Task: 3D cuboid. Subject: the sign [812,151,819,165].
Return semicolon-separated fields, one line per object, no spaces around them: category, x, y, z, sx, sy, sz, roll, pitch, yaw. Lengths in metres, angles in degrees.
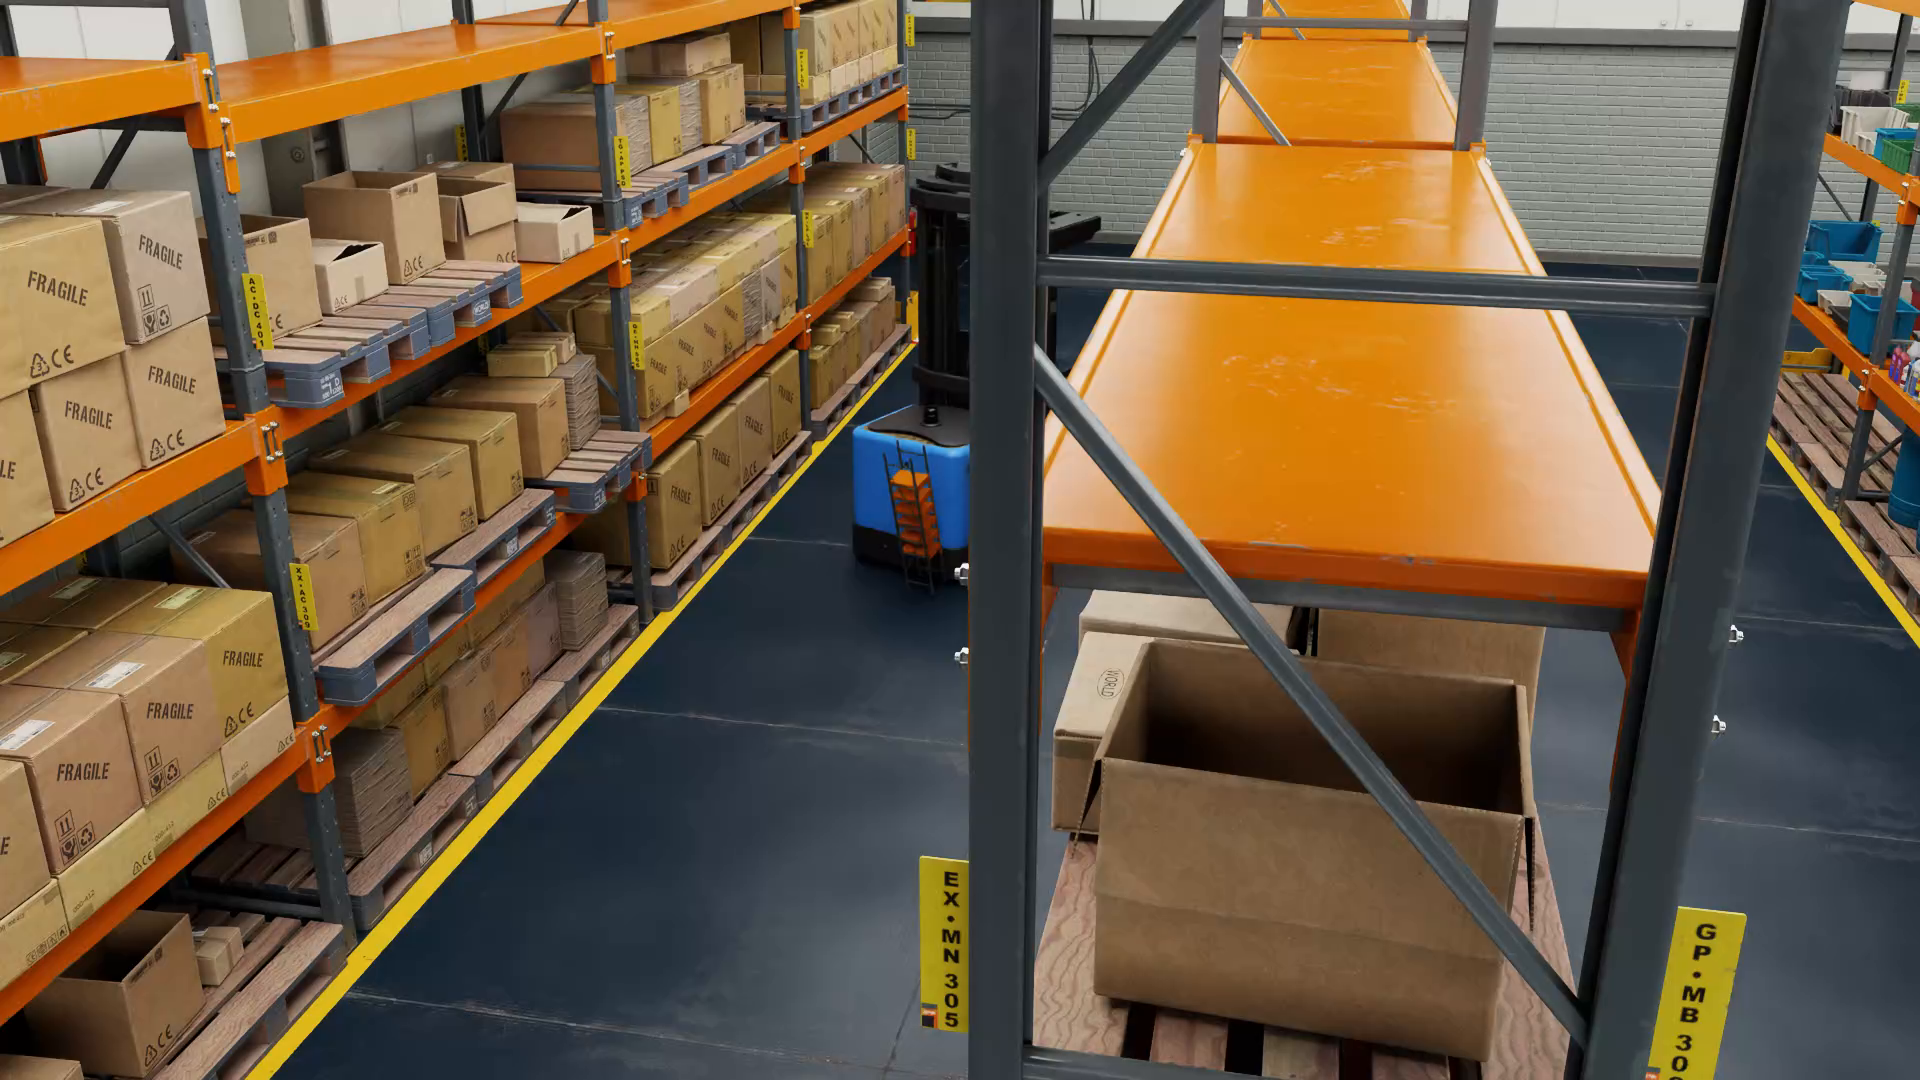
sign;-1.613;-4.248;18.652;0.100;0.325;0.005;4;22;11

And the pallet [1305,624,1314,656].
pallet;0.931;0.408;4.459;1.003;0.211;1.213;4;22;11

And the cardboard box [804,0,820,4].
cardboard box;-1.674;-5.050;16.394;0.500;0.500;0.500;4;22;11

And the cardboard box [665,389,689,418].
cardboard box;-2.213;-1.017;12.204;0.380;0.149;0.250;5;23;13

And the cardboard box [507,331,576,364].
cardboard box;-2.745;-1.262;10.912;0.380;0.149;0.250;2;22;4

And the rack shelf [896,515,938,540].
rack shelf;-0.317;-0.114;12.163;0.258;0.103;0.180;12;39;27

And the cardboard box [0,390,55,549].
cardboard box;-3.573;-0.231;5.765;0.500;0.500;0.500;4;22;9

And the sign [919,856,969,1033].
sign;-0.014;0.651;2.659;0.100;0.325;0.005;4;22;11

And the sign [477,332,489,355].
sign;-3.248;-1.418;11.339;0.100;0.325;0.005;4;22;11

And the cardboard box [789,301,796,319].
cardboard box;-1.679;-2.050;14.768;0.380;0.149;0.250;5;22;11

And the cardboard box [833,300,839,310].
cardboard box;-1.492;-2.529;17.563;0.380;0.149;0.250;5;22;12

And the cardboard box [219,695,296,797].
cardboard box;-3.320;0.880;7.358;0.500;0.250;0.500;5;22;11

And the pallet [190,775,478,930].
pallet;-3.362;1.632;9.049;1.003;0.211;1.213;4;22;11

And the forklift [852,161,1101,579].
forklift;0.416;-1.560;13.334;1.130;2.935;3.031;14;26;32

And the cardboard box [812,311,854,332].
cardboard box;-1.280;-2.206;16.763;0.380;0.149;0.250;4;22;9

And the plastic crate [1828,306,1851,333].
plastic crate;7.777;-1.877;14.318;0.437;0.125;0.590;4;22;11

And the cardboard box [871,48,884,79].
cardboard box;-1.066;-4.850;16.900;0.500;0.250;0.500;4;22;9

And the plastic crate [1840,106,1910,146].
plastic crate;7.873;-3.559;14.350;0.437;0.282;0.530;4;22;11

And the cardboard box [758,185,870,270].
cardboard box;-1.468;-3.172;16.843;0.980;0.700;0.700;3;22;8

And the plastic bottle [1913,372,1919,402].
plastic bottle;7.219;-1.173;12.454;0.097;0.271;0.097;0;22;0

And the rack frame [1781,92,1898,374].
rack frame;8.627;-3.010;16.843;1.000;3.000;0.127;4;22;11

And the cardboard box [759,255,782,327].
cardboard box;-1.829;-2.121;14.075;0.500;0.500;0.500;5;22;11

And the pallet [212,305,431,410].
pallet;-3.290;-0.899;7.836;1.213;0.211;1.003;4;22;11

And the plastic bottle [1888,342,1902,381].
plastic bottle;7.319;-1.391;12.980;0.061;0.283;0.133;4;22;11

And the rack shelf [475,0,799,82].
rack shelf;-2.296;-3.834;12.358;1.077;0.370;4.000;4;22;11

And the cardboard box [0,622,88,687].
cardboard box;-3.929;0.681;6.849;0.500;0.500;0.500;4;22;11

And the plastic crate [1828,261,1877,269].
plastic crate;8.638;-2.603;16.106;0.396;0.136;0.243;4;22;11

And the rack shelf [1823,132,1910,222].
rack shelf;8.219;-3.336;14.600;1.077;0.370;4.000;4;22;11

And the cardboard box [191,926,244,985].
cardboard box;-3.600;1.932;7.776;0.380;0.166;0.250;2;22;4

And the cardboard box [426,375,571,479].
cardboard box;-2.877;-0.711;10.411;0.700;0.500;0.500;2;22;6

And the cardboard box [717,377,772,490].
cardboard box;-2.071;-0.927;13.986;0.750;0.750;0.750;5;23;13

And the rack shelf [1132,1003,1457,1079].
rack shelf;0.922;0.673;4.644;1.077;0.370;4.000;4;22;11

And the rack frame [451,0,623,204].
rack frame;-2.704;-3.622;10.332;1.000;3.000;0.127;4;22;11

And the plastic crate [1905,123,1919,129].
plastic crate;8.449;-3.504;14.408;0.437;0.136;0.530;4;22;11

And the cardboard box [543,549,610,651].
cardboard box;-2.799;0.383;11.174;0.700;0.500;0.500;5;22;12

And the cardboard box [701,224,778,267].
cardboard box;-1.846;-2.467;13.932;0.500;0.250;0.500;5;22;12

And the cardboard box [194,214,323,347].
cardboard box;-3.330;-1.203;7.645;0.500;0.500;0.500;8;23;19

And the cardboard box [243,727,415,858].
cardboard box;-3.386;1.308;8.877;0.700;0.500;0.500;5;23;13

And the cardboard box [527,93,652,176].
cardboard box;-2.604;-2.861;11.734;0.700;0.500;0.500;3;22;8

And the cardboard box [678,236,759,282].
cardboard box;-1.950;-2.281;13.469;0.500;0.250;0.500;5;22;12

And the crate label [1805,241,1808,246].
crate label;8.255;-2.895;16.701;0.416;0.233;0.303;4;22;11

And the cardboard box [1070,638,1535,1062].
cardboard box;0.636;0.554;3.091;0.797;0.503;0.637;6;23;15

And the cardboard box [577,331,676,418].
cardboard box;-2.354;-1.191;11.768;0.500;0.500;0.500;5;22;13

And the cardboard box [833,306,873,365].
cardboard box;-1.320;-2.170;17.540;0.700;0.500;0.500;4;22;9

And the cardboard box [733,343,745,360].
cardboard box;-1.981;-1.589;13.623;0.380;0.149;0.250;4;22;9

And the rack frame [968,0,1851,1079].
rack frame;0.511;-0.320;2.134;0.949;2.616;0.053;4;22;11

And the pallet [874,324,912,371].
pallet;-1.158;-2.173;18.498;1.003;0.211;1.213;4;22;11

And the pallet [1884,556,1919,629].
pallet;7.366;0.473;11.927;1.003;0.211;1.213;4;22;11

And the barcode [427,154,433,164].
barcode;-3.357;-2.410;10.534;0.001;0.075;0.075;4;22;11

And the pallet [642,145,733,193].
pallet;-2.399;-2.792;12.539;1.003;0.211;1.213;6;23;13

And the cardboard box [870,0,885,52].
cardboard box;-1.066;-5.205;16.780;0.500;0.500;0.500;5;23;13

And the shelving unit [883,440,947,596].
shelving unit;-0.323;-0.150;12.138;0.258;1.200;0.189;12;39;27

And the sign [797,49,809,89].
sign;-1.354;-4.042;14.276;0.100;0.325;0.005;4;22;11

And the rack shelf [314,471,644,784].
rack shelf;-3.112;0.226;9.771;1.077;0.370;4.000;4;22;11
